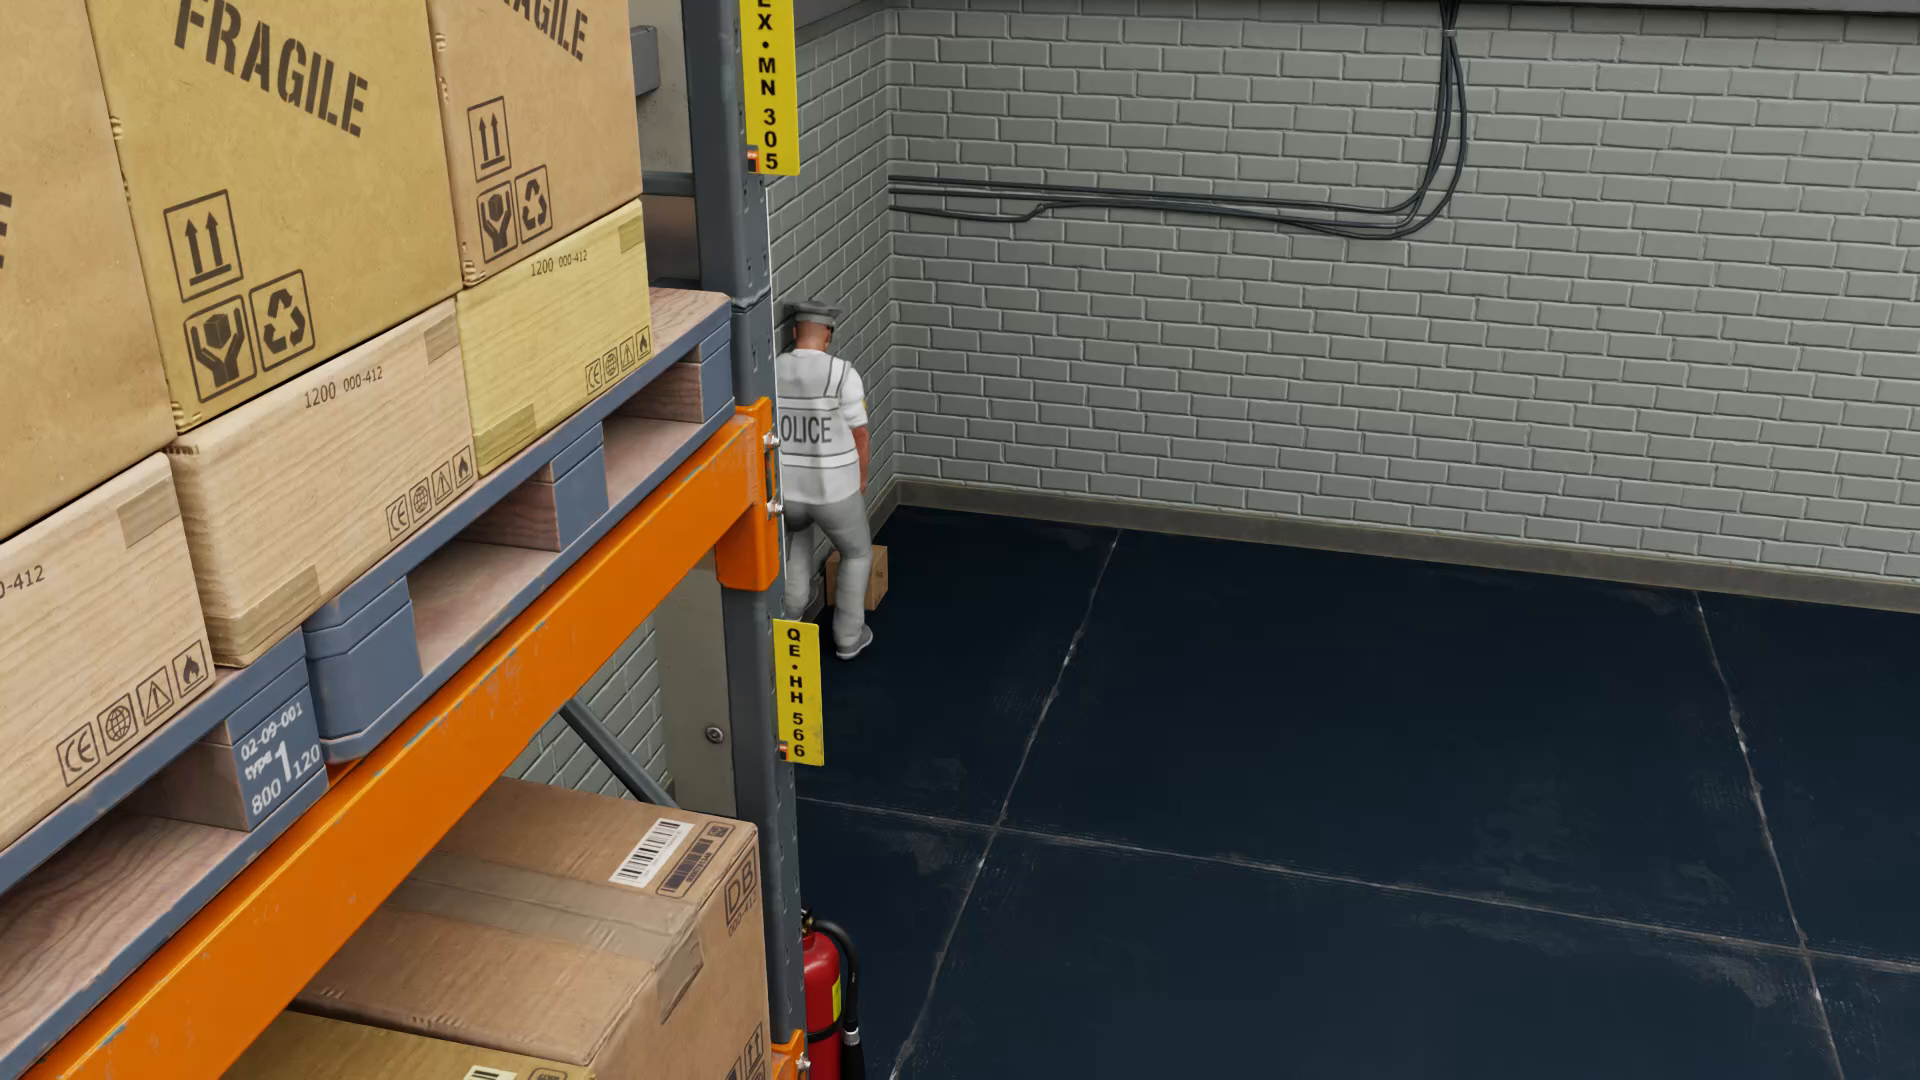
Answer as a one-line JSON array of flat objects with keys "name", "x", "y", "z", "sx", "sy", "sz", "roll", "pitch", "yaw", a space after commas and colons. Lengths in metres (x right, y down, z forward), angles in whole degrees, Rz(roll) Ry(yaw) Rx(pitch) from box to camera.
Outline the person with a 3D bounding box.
[{"name": "person", "x": -0.677, "y": -0.270, "z": 7.750, "sx": 0.557, "sy": 1.701, "sz": 0.520, "roll": 7, "pitch": 26, "yaw": 14}]
